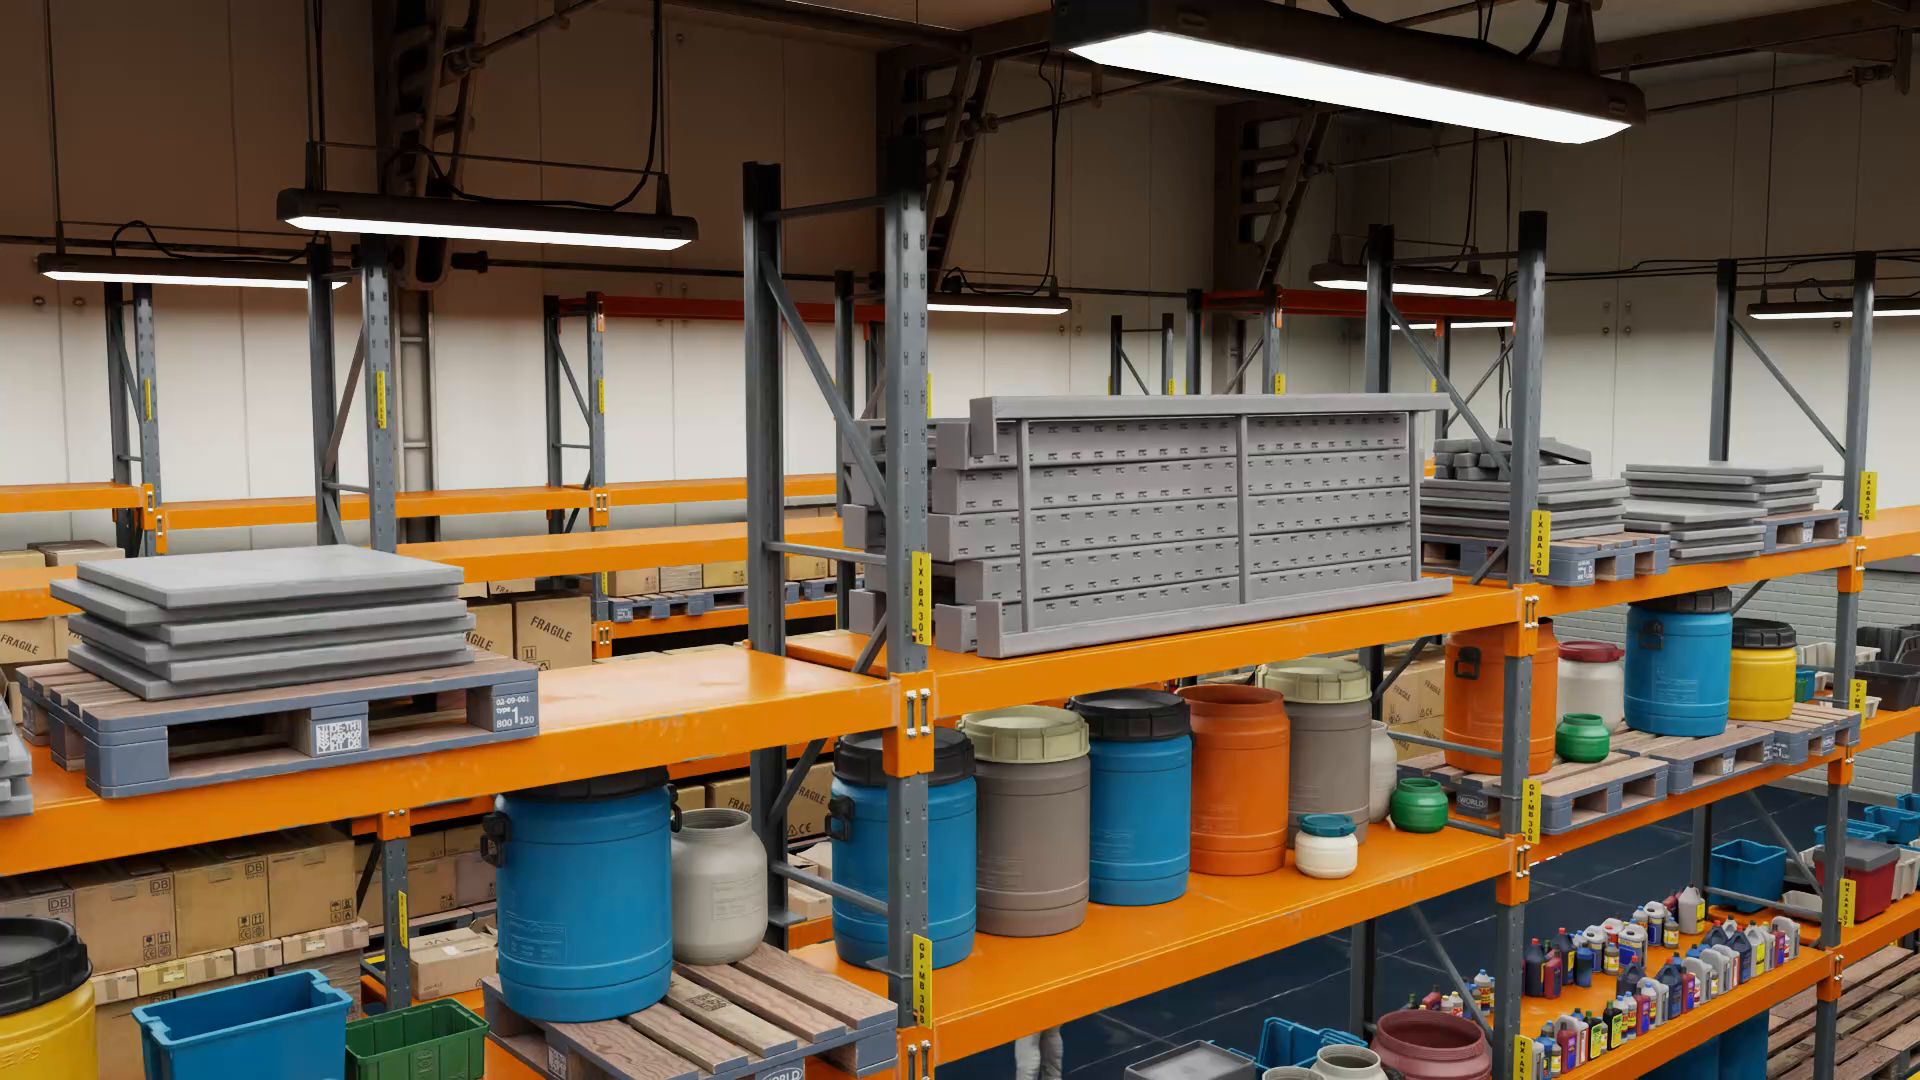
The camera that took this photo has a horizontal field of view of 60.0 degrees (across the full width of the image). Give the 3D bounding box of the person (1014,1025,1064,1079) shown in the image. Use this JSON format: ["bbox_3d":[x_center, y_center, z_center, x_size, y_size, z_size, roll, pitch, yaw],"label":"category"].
[{"bbox_3d":[0.537,3.206,11.840,0.420,1.673,0.560,3,6,29],"label":"person"}]
